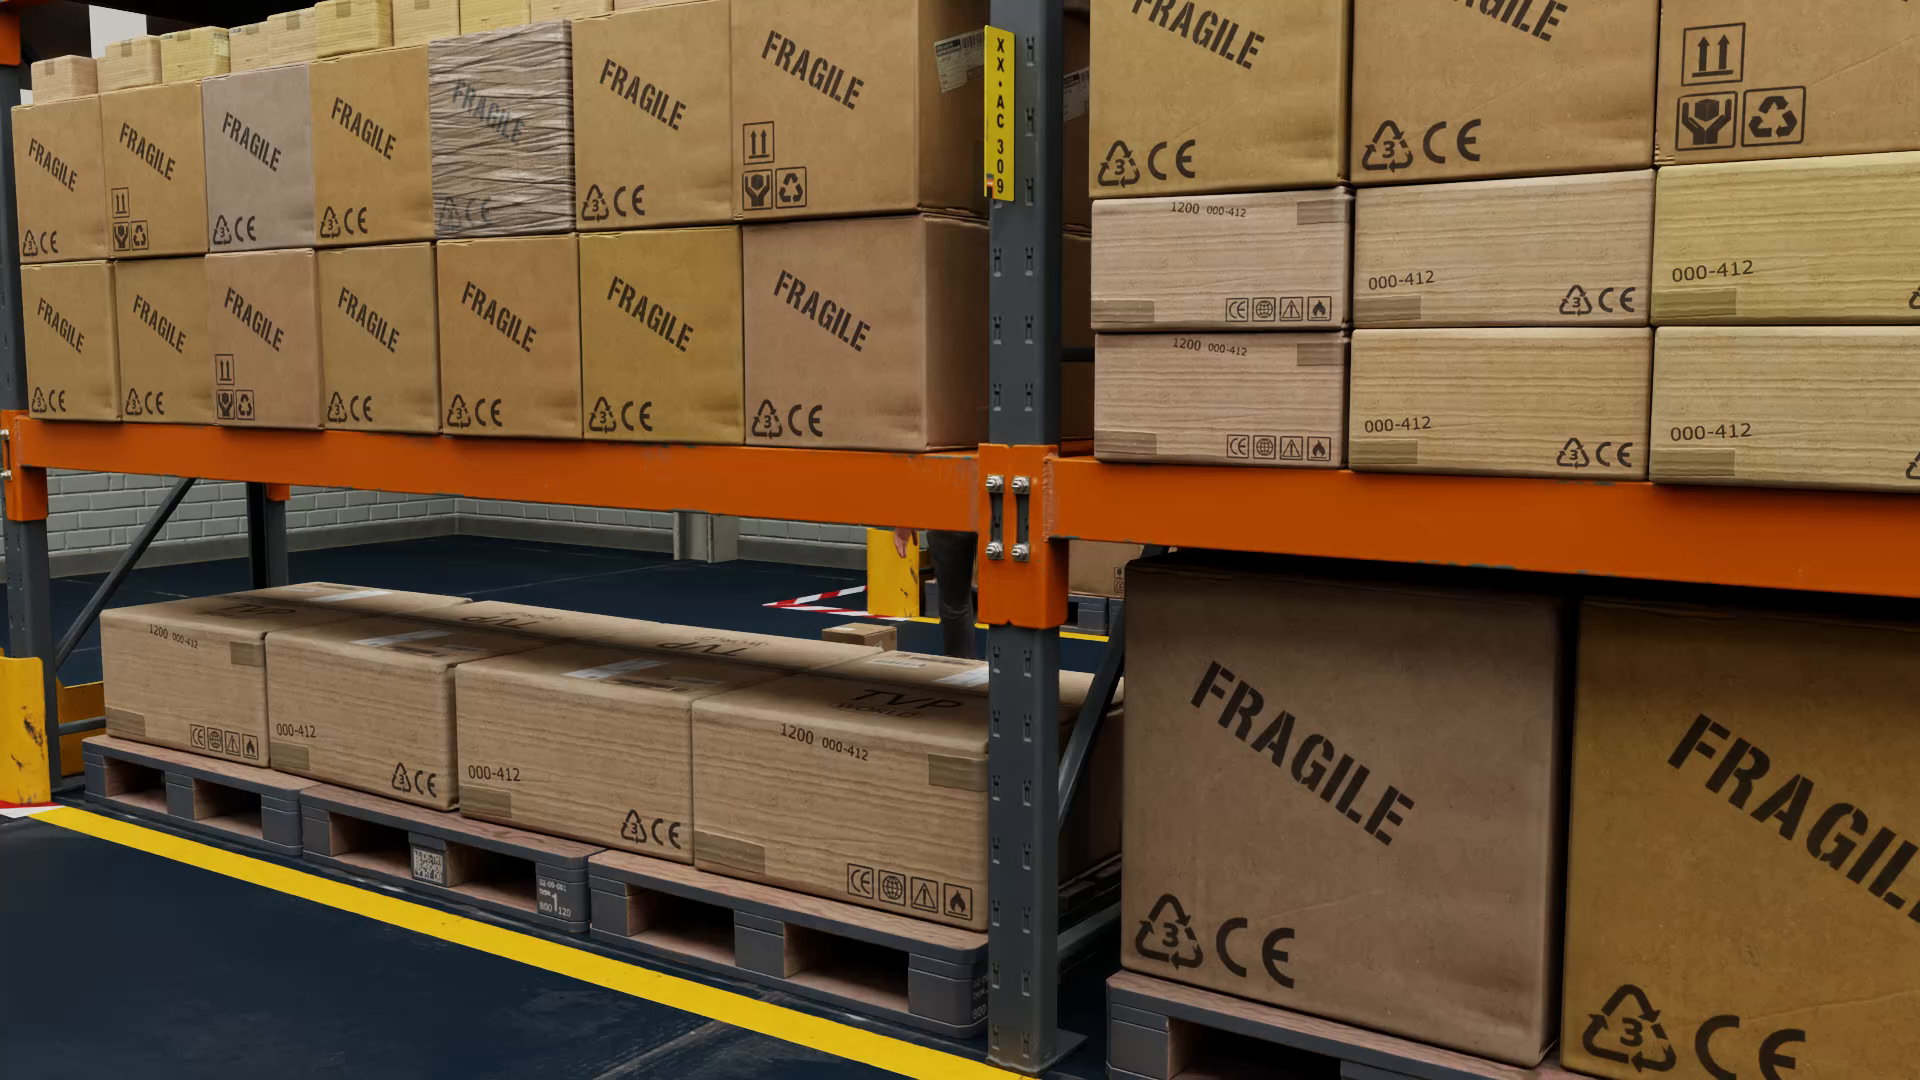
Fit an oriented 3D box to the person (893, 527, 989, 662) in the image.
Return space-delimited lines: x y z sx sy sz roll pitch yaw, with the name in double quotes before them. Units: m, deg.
"person" 0.059 -0.127 6.858 0.640 1.738 0.976 0 6 4
